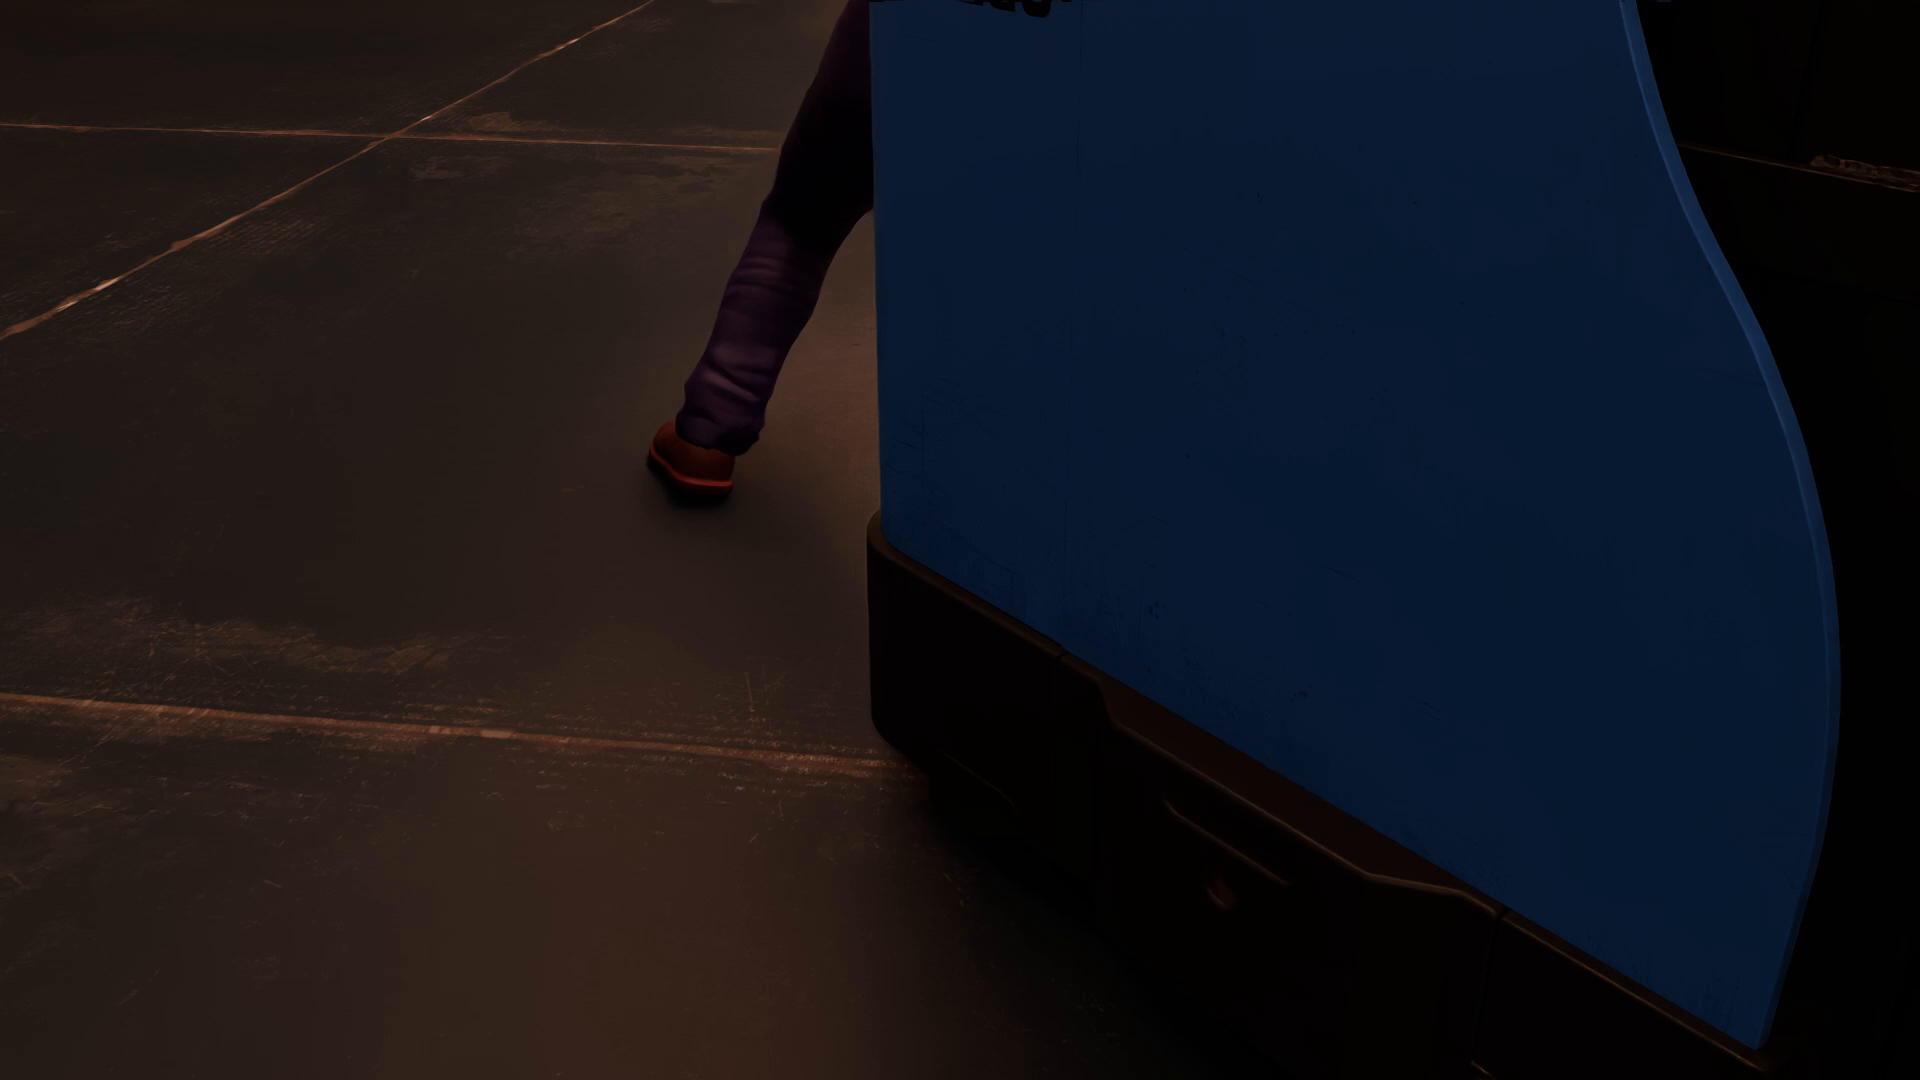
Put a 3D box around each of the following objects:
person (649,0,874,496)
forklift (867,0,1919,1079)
[{"bbox_3d":[-0.010,-0.869,2.721,0.942,1.400,1.045,3,27,7],"label":"person"},{"bbox_3d":[1.216,-0.676,0.572,1.130,2.935,3.031,-20,33,-34],"label":"forklift"}]
